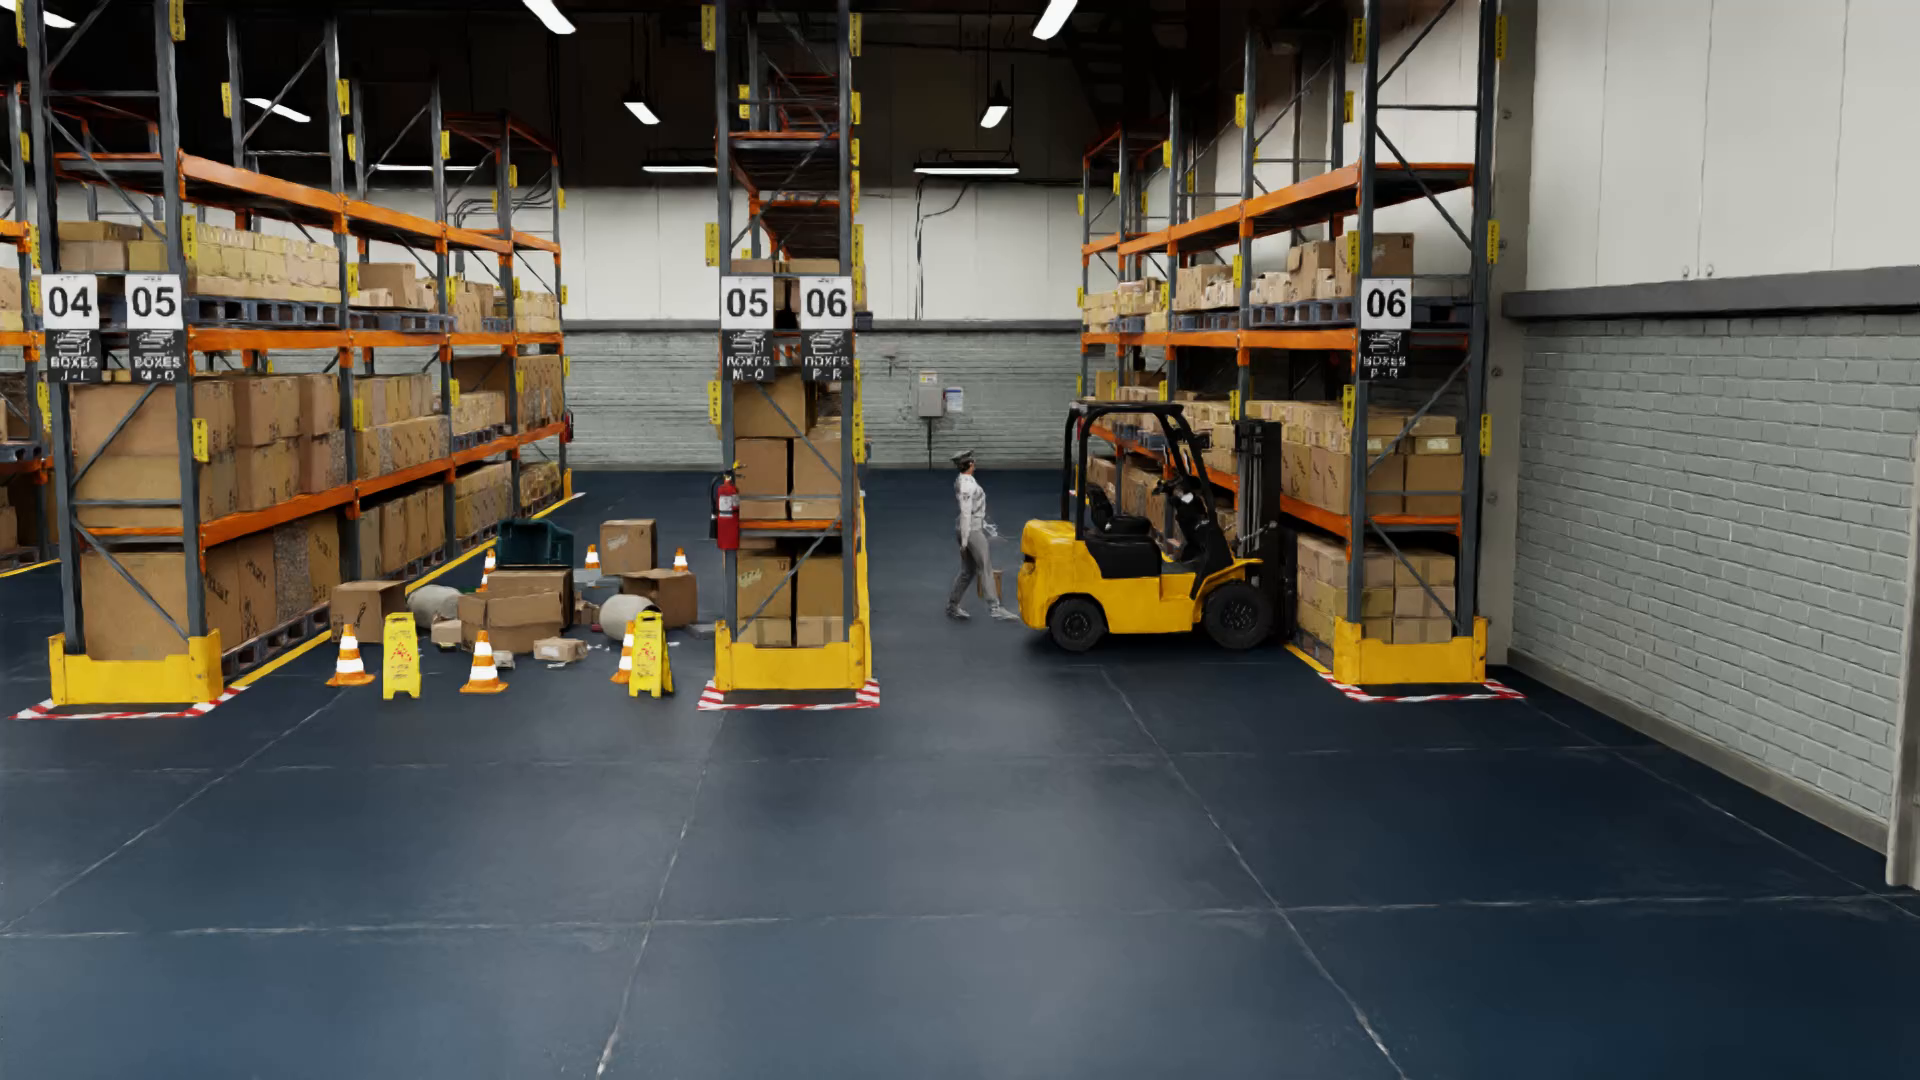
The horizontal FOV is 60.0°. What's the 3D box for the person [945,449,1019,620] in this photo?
[{"bbox_3d":[0.206,-0.048,16.213,0.646,1.664,0.663,-1,7,-10],"label":"person"}]
